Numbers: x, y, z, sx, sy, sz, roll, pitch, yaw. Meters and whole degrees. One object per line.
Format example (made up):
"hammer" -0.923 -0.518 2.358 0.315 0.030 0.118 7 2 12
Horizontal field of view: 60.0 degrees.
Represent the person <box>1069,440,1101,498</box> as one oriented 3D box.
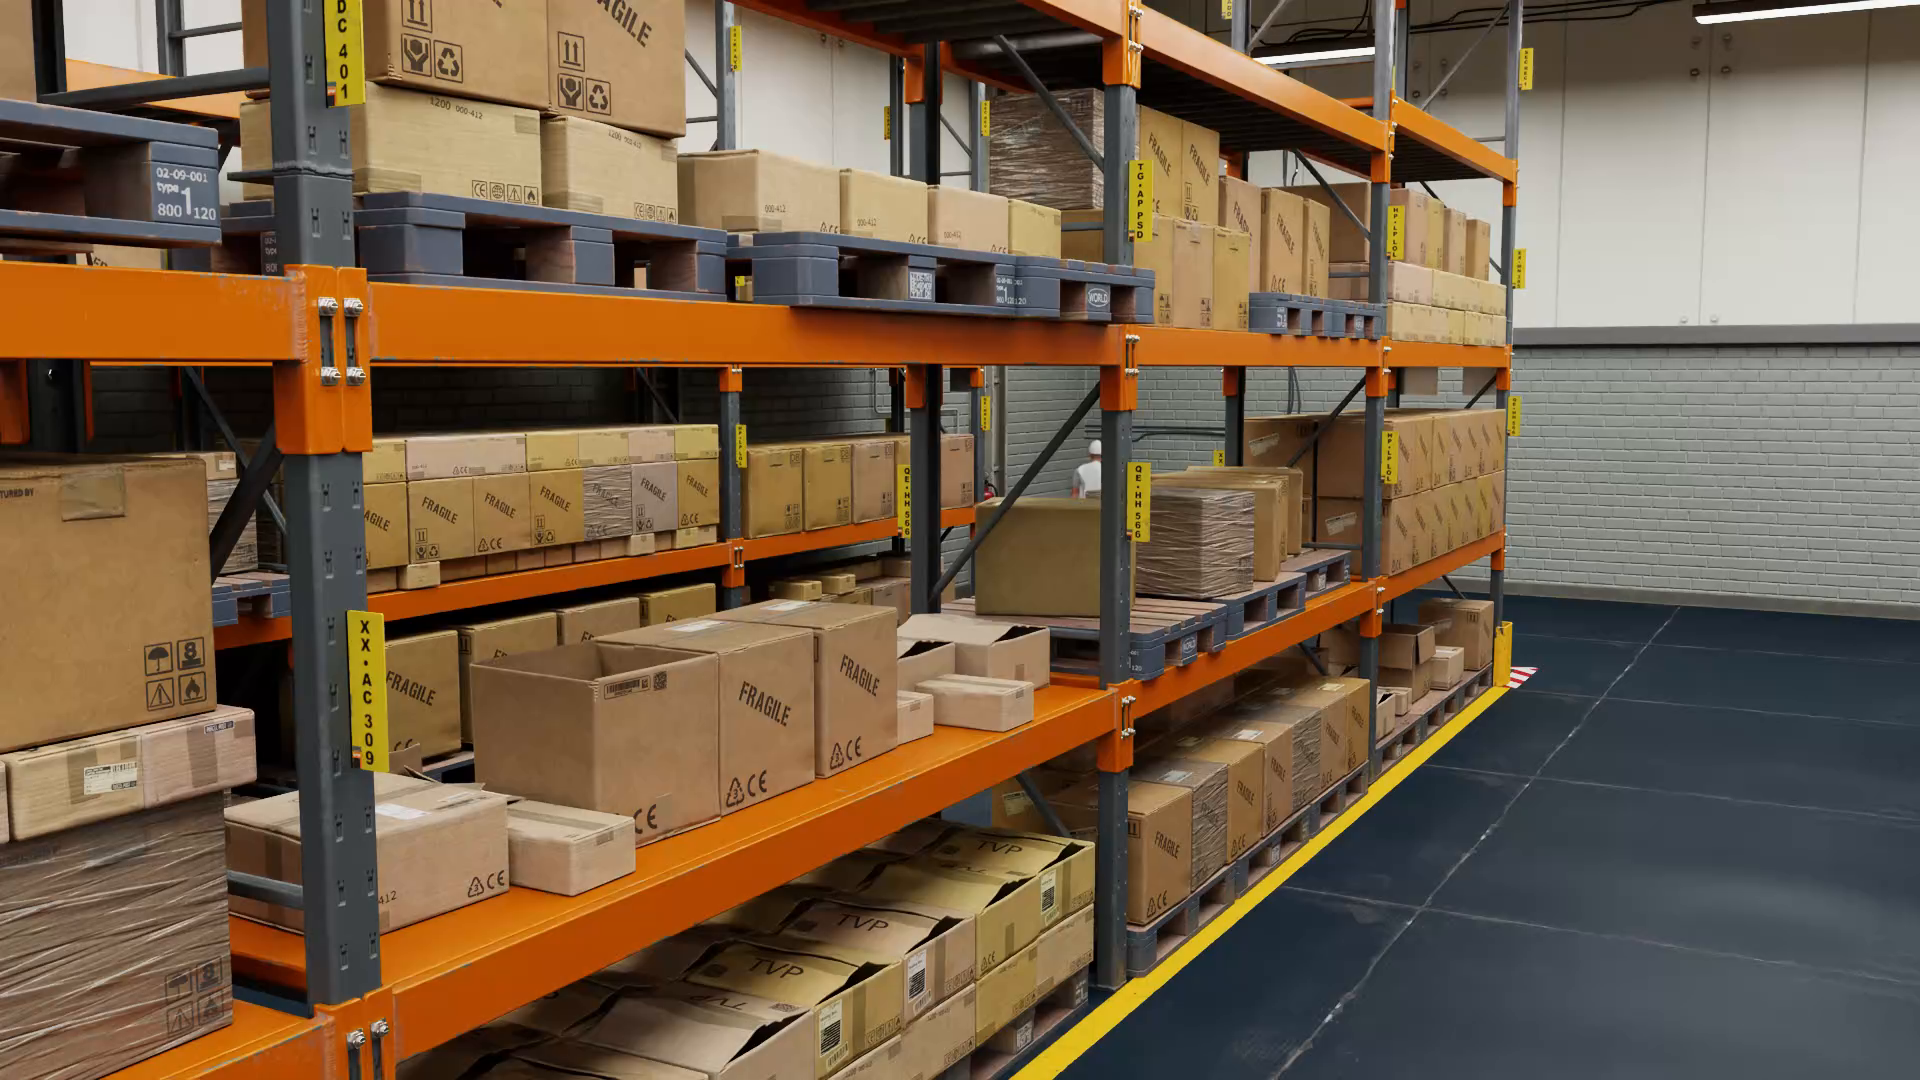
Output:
"person" 1.565 -0.248 19.344 0.666 1.827 0.545 2 6 15
